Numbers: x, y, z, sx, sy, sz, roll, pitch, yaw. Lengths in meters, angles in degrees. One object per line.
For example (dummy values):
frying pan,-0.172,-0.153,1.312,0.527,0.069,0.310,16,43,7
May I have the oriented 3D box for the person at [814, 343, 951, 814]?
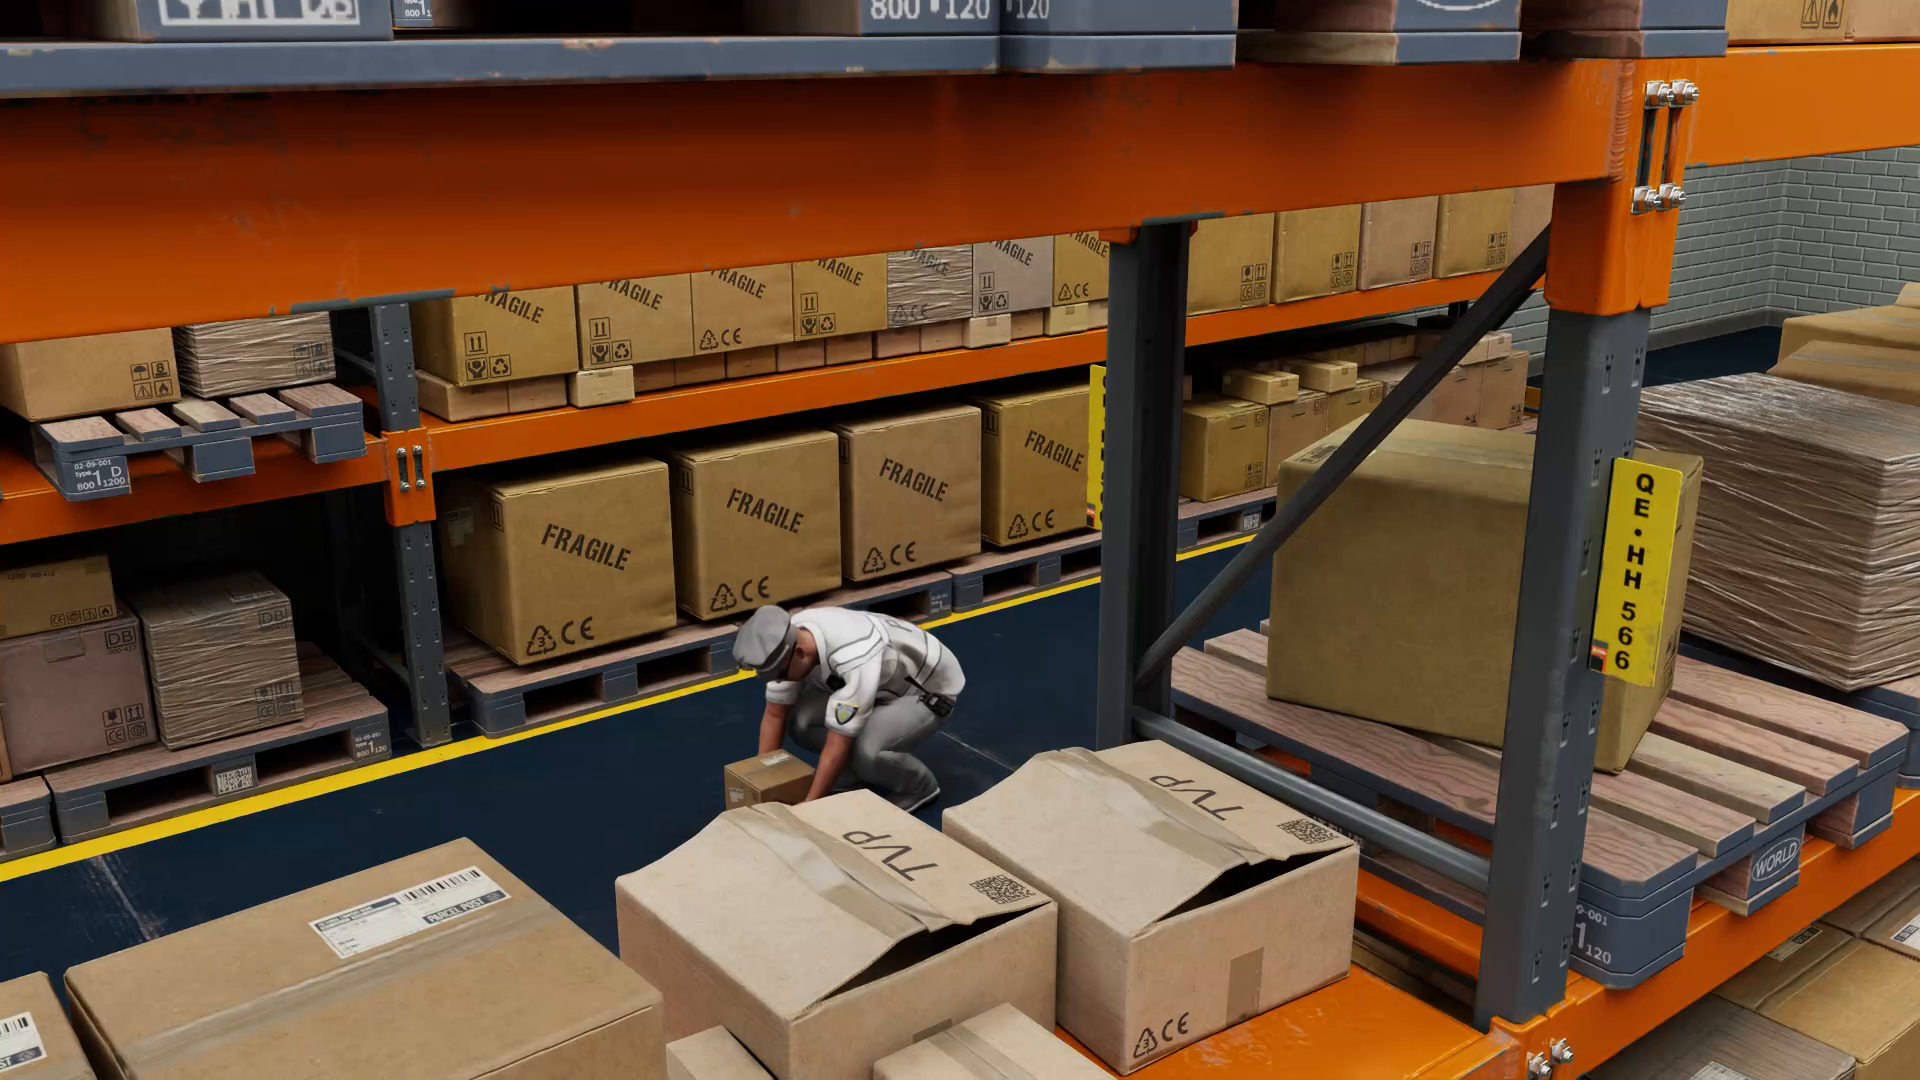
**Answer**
person,-0.322,0.148,6.061,0.578,1.766,0.489,-14,22,-37
